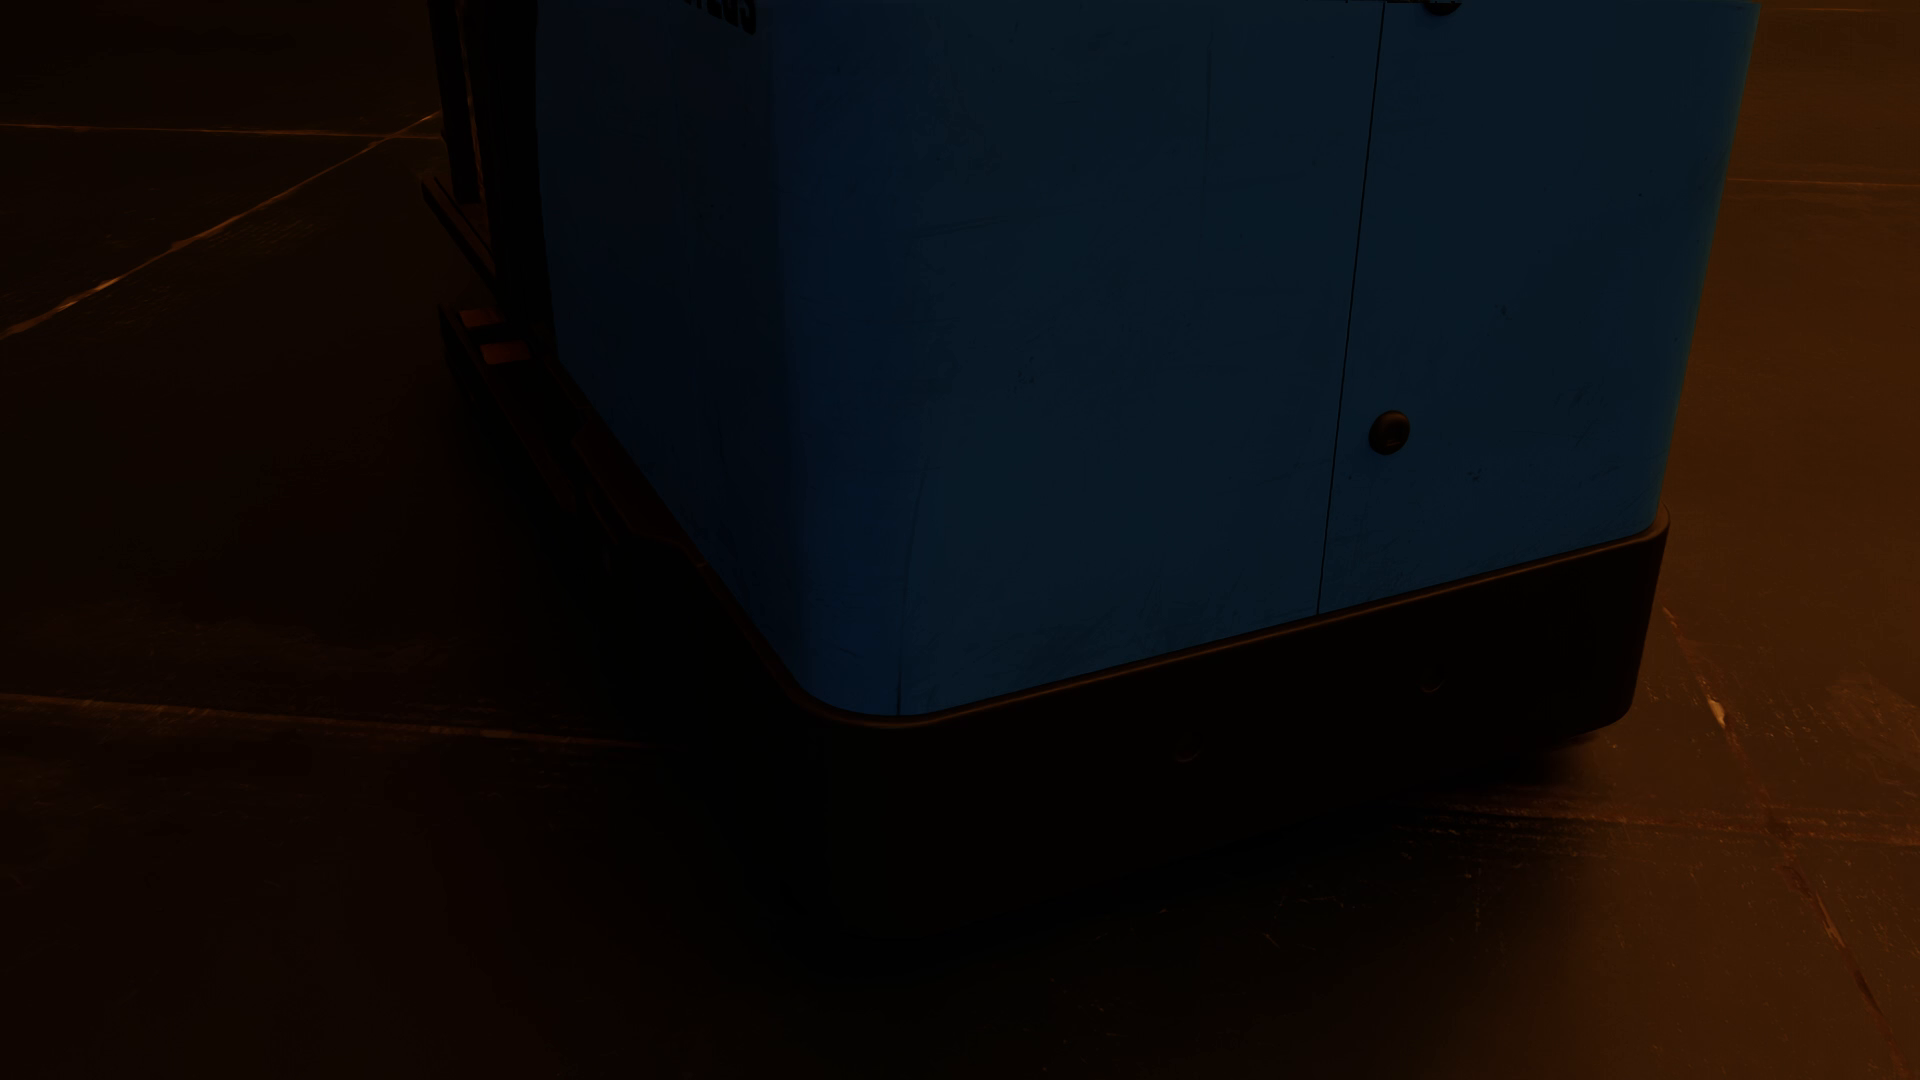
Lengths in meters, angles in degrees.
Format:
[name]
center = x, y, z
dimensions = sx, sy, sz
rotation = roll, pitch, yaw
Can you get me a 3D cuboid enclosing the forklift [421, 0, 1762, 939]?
[forklift]
center = -0.288, -1.563, 2.350
dimensions = 1.130, 2.935, 3.031
rotation = -12, 29, -23
